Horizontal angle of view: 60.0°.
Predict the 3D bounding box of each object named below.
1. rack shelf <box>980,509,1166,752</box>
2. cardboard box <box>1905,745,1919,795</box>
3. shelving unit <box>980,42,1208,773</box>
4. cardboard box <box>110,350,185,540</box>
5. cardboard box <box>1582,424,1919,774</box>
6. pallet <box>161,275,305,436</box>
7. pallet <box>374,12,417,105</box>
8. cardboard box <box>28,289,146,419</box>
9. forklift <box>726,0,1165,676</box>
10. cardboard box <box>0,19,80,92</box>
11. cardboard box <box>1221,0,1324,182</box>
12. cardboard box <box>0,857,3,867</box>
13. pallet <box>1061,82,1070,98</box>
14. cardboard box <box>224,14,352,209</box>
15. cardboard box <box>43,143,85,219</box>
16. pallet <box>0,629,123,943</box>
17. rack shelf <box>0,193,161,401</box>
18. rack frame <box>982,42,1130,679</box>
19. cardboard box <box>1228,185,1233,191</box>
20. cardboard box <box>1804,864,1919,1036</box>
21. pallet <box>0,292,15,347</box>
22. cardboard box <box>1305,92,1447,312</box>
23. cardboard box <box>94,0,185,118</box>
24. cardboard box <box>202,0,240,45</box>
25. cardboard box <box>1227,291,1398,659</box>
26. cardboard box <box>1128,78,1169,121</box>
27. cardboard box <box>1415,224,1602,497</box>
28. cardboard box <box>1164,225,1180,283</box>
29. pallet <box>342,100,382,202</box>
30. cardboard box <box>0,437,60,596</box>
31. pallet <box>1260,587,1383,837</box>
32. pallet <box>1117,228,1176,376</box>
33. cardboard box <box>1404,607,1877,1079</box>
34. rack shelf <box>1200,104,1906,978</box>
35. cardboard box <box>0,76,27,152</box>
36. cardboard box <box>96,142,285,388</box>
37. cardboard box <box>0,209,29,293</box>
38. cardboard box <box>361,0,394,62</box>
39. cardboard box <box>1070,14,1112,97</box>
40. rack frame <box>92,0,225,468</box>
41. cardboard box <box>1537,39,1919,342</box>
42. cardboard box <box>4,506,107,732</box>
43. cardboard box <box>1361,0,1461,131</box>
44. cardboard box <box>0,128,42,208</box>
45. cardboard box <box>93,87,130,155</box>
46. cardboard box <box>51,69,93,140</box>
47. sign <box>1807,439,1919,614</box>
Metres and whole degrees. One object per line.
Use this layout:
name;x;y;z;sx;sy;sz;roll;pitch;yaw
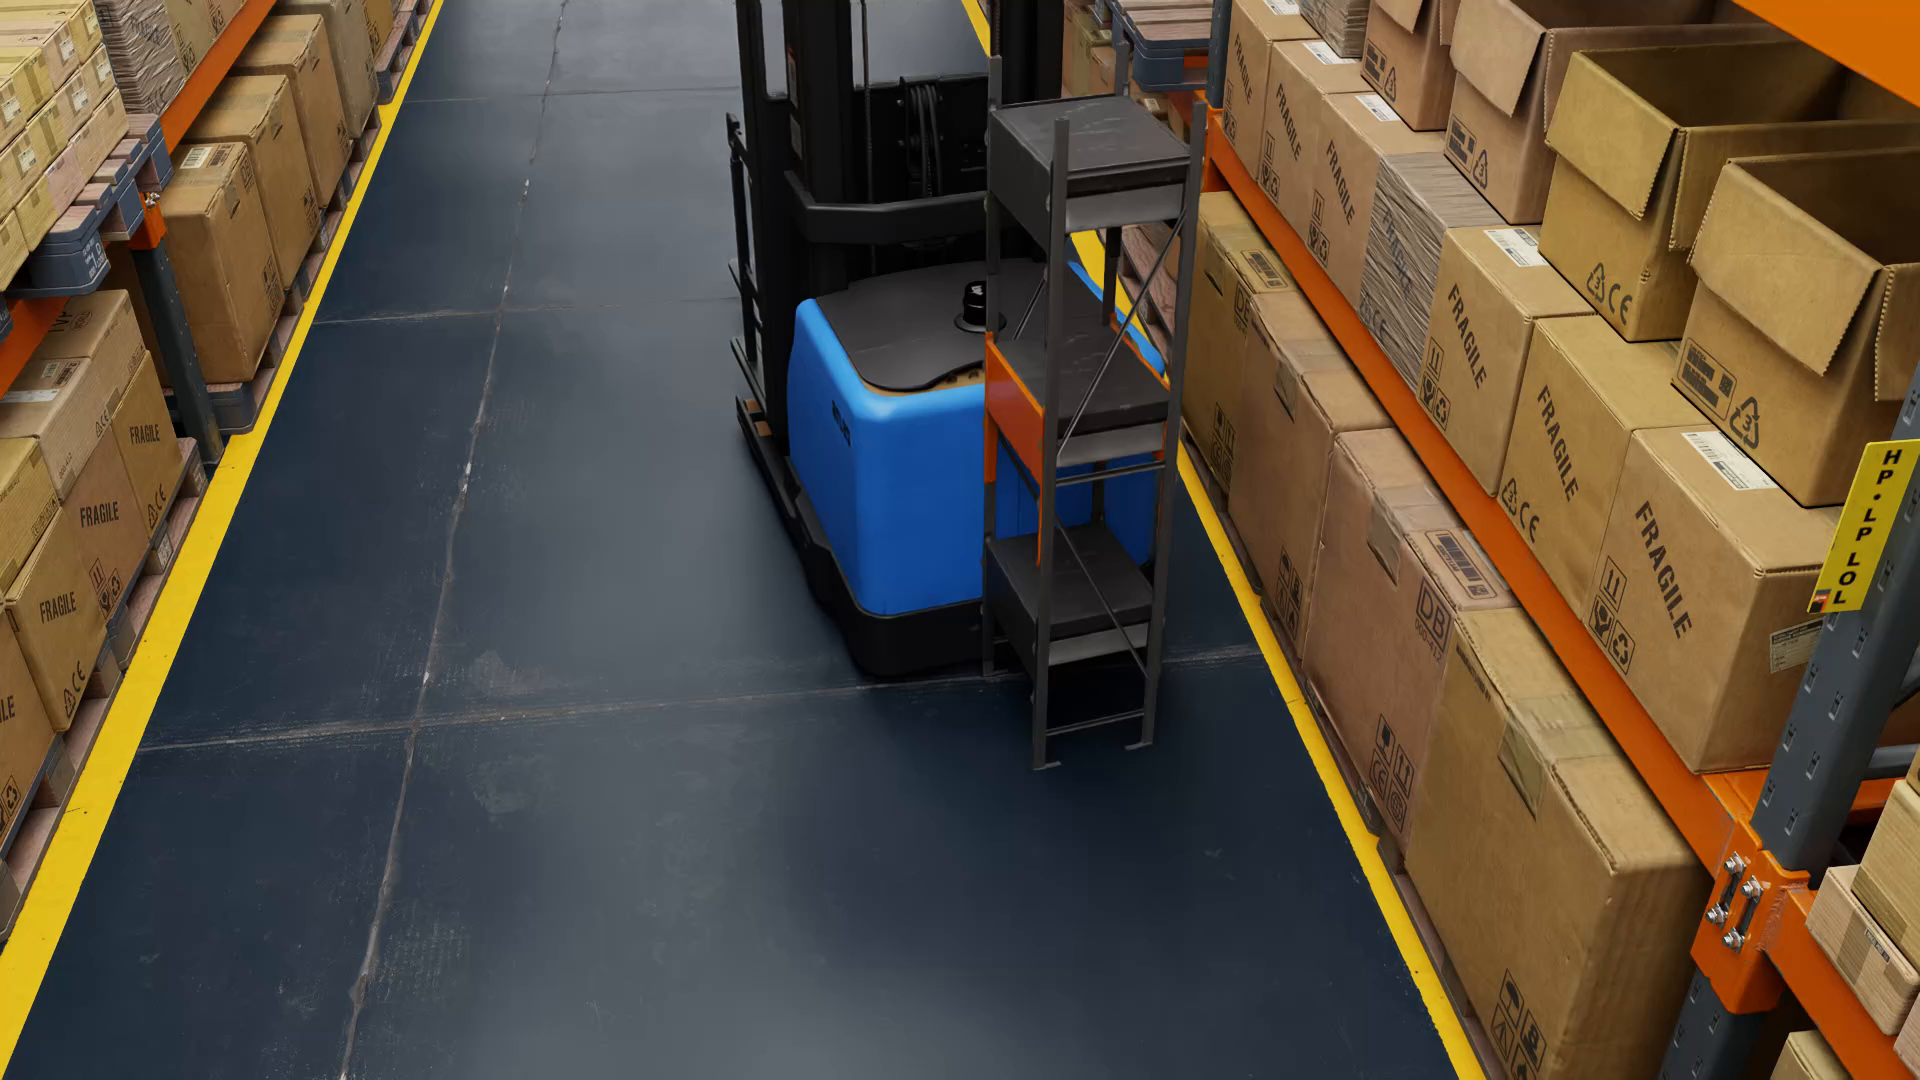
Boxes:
rack shelf;0.344;0.278;5.245;0.431;0.518;0.480;-11;36;-15
cardboard box;1.793;0.298;2.353;0.500;0.500;0.500;-4;35;-6
shelving unit;0.344;-0.312;4.843;0.431;2.100;0.503;-11;36;-15
cardboard box;-3.137;-0.324;5.909;0.500;0.500;0.500;-5;35;-7
cardboard box;1.649;0.100;3.351;0.500;0.500;0.500;-4;35;-6
pallet;-3.516;-0.824;7.272;1.003;0.211;1.213;-4;35;-6
pallet;-4.047;-3.041;10.525;1.003;0.211;1.213;-4;35;-6
cardboard box;-3.133;-0.620;5.677;0.500;0.250;0.500;-5;35;-8
forklift;-0.283;-1.591;5.981;1.130;2.935;3.031;-11;36;-15
cardboard box;-2.933;-1.468;5.062;0.380;0.149;0.250;-5;35;-7
cardboard box;1.240;-1.600;5.845;0.500;0.500;0.500;-3;34;-5
cardboard box;-2.856;0.833;4.211;0.500;0.500;0.500;-3;34;-4
pallet;1.012;-2.496;9.725;1.003;0.211;1.213;-4;35;-6
cardboard box;-3.724;-2.129;8.335;1.050;0.750;0.750;-4;35;-6
cardboard box;-2.896;-1.078;5.019;0.380;0.149;0.250;-4;34;-6
pallet;-3.220;0.737;4.982;1.003;0.211;1.213;-4;35;-6
rack shelf;-3.215;-0.118;4.398;1.077;0.370;4.000;-4;35;-6
rack frame;0.267;-0.442;5.034;0.400;2.100;0.015;-11;36;-15
cardboard box;1.324;-1.681;7.216;0.500;0.250;0.500;-3;34;-4
cardboard box;1.692;0.676;2.818;0.380;0.149;0.250;-4;35;-6
pallet;-3.178;-0.350;4.271;1.003;0.211;1.213;-4;35;-6
cardboard box;1.384;-1.027;5.004;0.500;0.500;0.500;-5;35;-7
cardboard box;-3.277;-1.843;6.203;0.500;0.500;0.500;-4;34;-6
cardboard box;-3.416;-2.408;7.032;0.500;0.500;0.500;-4;35;-6
cardboard box;1.628;-0.261;5.484;1.225;0.875;0.875;-4;35;-6
cardboard box;1.164;-1.996;8.344;0.700;0.500;0.500;-2;34;-2
cardboard box;1.512;-0.468;4.184;0.500;0.500;0.500;-5;35;-7
cardboard box;1.334;-1.372;7.428;0.700;0.500;0.500;-6;35;-9
pallet;-3.844;-2.186;9.270;1.003;0.211;1.213;-4;35;-6
cardboard box;-3.001;-0.054;4.847;0.500;0.250;0.500;-4;34;-5
pallet;1.636;0.427;5.436;1.003;0.211;1.213;-4;35;-6
pallet;1.340;-1.134;7.727;1.003;0.211;1.213;-4;35;-6
cardboard box;1.876;0.731;4.028;1.225;0.875;0.875;-4;35;-6
rack shelf;1.713;-0.437;4.867;1.077;0.370;4.000;-4;35;-6
cardboard box;-2.858;-1.173;4.629;0.380;0.149;0.250;-3;34;-5
cardboard box;-3.477;-1.122;6.857;1.050;0.750;0.750;-5;35;-7
cardboard box;-2.828;-0.789;4.594;0.380;0.149;0.250;-6;35;-8
cardboard box;-4.038;-3.415;10.111;0.875;0.875;0.875;-4;34;-6
cardboard box;1.013;-2.620;9.259;0.700;0.500;0.500;-5;35;-7
rack frame;-3.484;-1.531;5.833;1.000;3.000;0.127;-4;35;-6
cardboard box;1.807;-0.814;3.801;0.797;0.503;0.637;-4;34;-6
cardboard box;-2.984;0.260;5.052;0.500;0.500;0.500;-6;35;-9
cardboard box;1.611;-1.533;4.857;0.797;0.503;0.637;-4;34;-5
cardboard box;-2.858;-1.047;4.709;0.380;0.149;0.250;-4;35;-6
cardboard box;-2.963;-1.360;5.433;0.380;0.149;0.250;-4;34;-6
cardboard box;-2.929;-1.334;5.130;0.380;0.149;0.250;-3;34;-5
sign;1.446;-0.017;2.654;0.100;0.325;0.005;-4;35;-6
